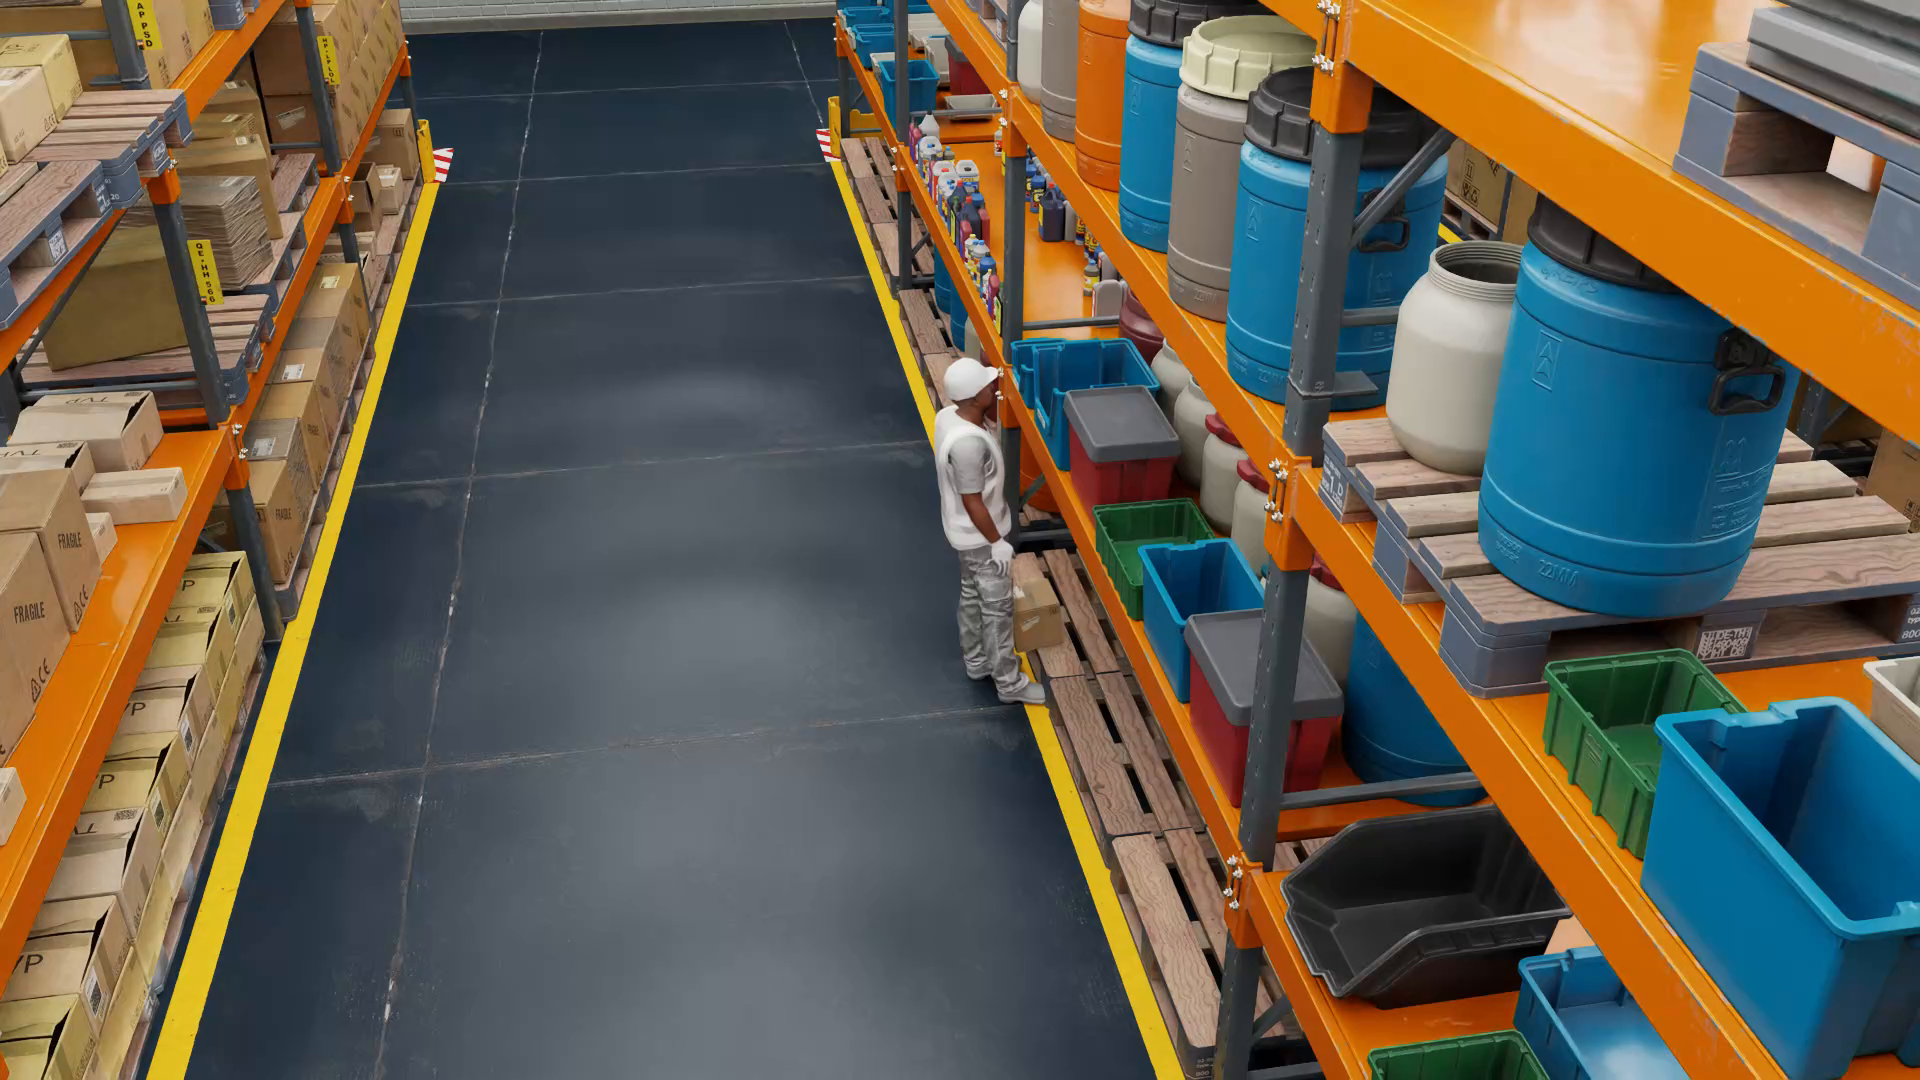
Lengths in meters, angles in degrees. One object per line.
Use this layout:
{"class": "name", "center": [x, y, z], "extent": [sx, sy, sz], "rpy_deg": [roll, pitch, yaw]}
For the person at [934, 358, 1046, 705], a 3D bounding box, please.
{"class": "person", "center": [0.168, -0.067, 8.216], "extent": [0.577, 1.783, 0.642], "rpy_deg": [-5, 31, -9]}
